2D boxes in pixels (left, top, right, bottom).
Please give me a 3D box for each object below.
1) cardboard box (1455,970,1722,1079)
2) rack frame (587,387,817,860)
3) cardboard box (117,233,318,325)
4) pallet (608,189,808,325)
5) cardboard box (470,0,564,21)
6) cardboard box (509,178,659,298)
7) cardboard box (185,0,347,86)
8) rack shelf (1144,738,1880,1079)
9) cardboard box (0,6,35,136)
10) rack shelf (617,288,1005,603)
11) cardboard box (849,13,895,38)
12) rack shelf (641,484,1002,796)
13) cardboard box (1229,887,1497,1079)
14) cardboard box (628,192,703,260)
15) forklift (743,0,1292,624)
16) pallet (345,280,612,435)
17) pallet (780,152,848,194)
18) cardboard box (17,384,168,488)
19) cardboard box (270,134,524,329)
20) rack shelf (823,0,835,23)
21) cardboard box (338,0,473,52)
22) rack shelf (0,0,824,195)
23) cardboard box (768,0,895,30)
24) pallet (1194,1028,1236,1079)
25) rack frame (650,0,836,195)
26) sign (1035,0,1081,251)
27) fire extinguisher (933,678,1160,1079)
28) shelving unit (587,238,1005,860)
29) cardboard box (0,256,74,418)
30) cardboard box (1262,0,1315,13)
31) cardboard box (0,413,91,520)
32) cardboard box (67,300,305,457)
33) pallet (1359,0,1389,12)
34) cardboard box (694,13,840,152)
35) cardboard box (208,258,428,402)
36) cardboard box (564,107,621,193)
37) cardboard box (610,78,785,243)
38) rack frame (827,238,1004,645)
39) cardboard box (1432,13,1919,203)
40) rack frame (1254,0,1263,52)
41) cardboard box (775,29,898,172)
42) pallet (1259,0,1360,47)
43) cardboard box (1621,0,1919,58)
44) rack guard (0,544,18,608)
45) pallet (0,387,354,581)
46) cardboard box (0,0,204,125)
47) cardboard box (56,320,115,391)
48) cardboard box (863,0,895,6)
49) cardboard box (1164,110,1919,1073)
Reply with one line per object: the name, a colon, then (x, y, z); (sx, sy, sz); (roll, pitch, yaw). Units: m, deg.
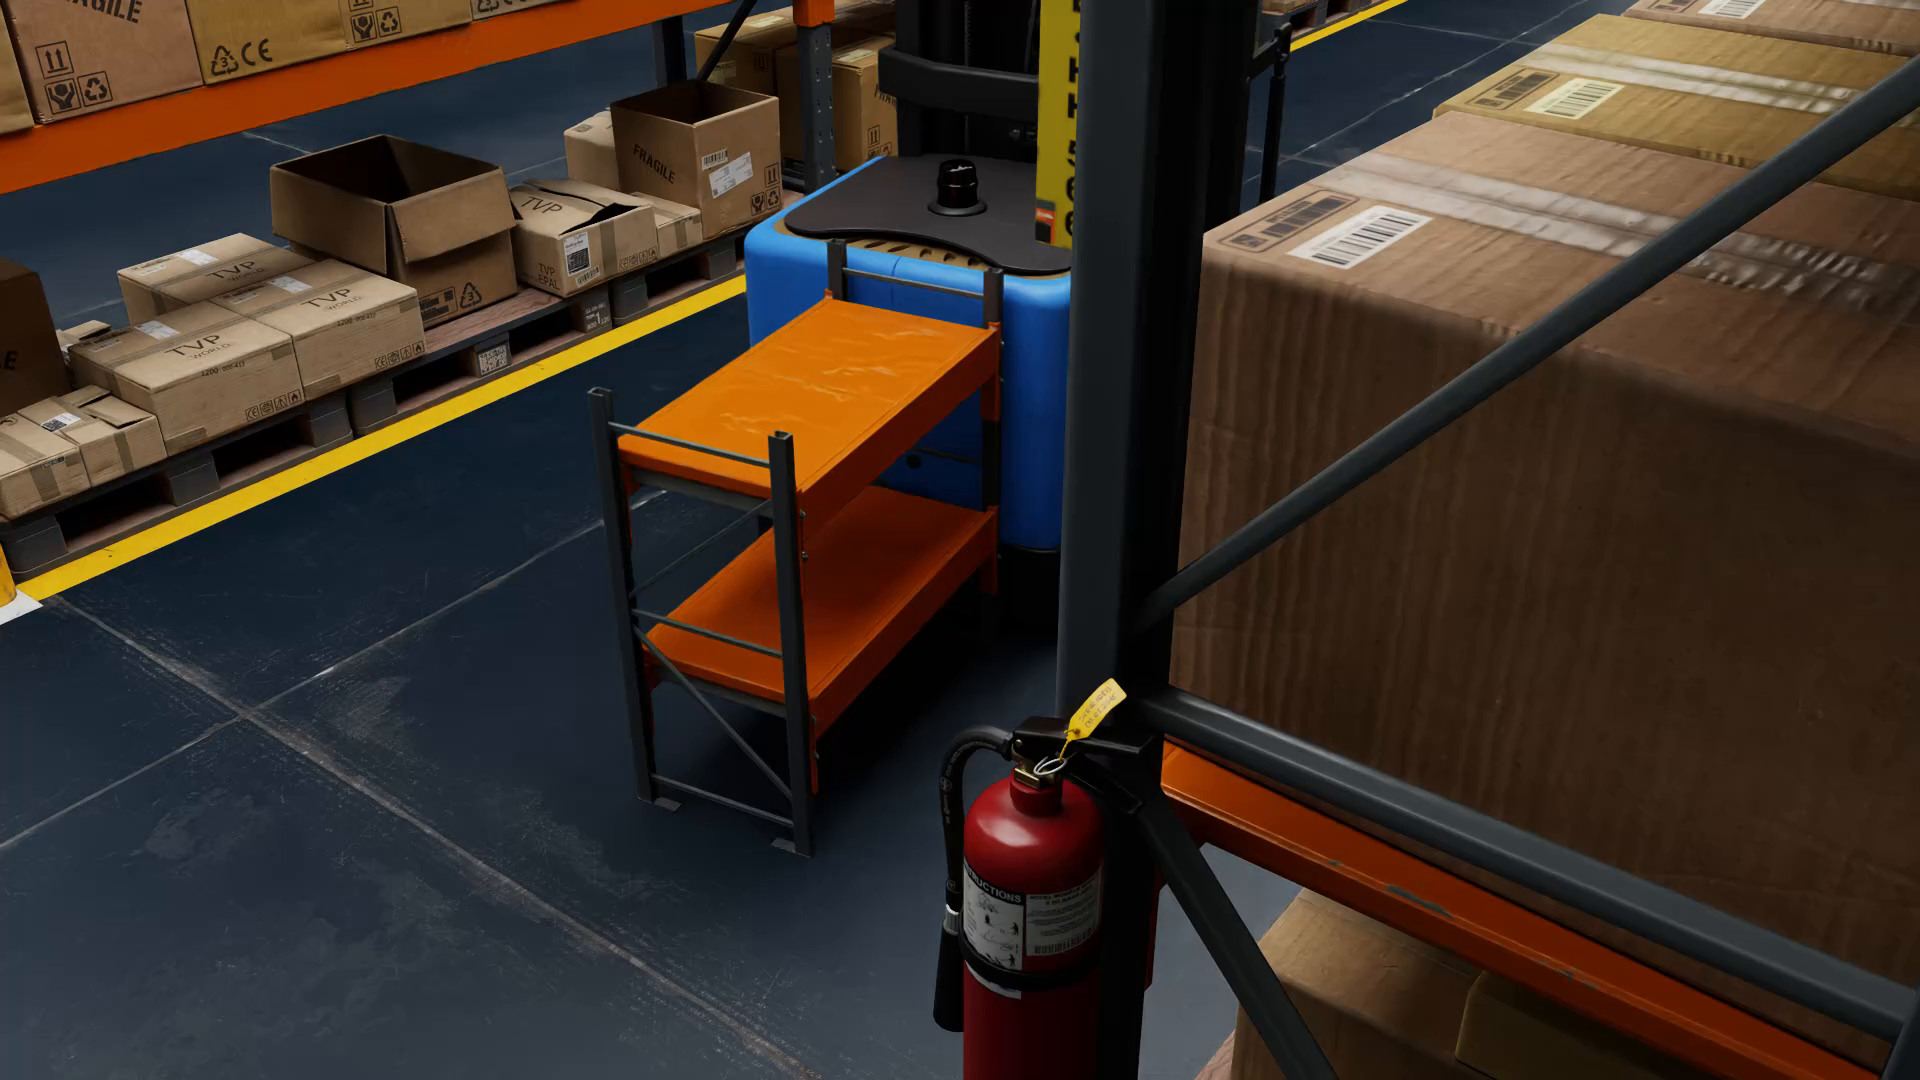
cardboard box: (0.974, 0.735, 2.472); (0.380, 0.149, 0.250); (21, 37, 32)
rack frame: (-0.573, 0.215, 3.783); (0.500, 1.125, 0.032); (14, 34, 23)
cardboard box: (-2.675, -0.881, 6.060); (0.500, 0.250, 0.500); (21, 37, 31)
pallet: (-1.405, -1.348, 7.318); (1.003, 0.211, 1.213); (21, 37, 31)
cardboard box: (-1.706, -2.168, 5.868); (0.500, 0.500, 0.500); (22, 37, 32)
cardboard box: (-1.561, -1.236, 6.598); (0.500, 0.311, 0.500); (21, 37, 31)
cardboard box: (-2.314, -1.758, 5.175); (0.500, 0.500, 0.500); (21, 37, 31)
rack shelf: (1.754, -0.181, 3.319); (1.077, 0.370, 4.000); (21, 37, 31)
cardboard box: (-2.927, -1.343, 4.476); (0.500, 0.500, 0.500); (22, 37, 32)
rack shelf: (-0.347, -0.268, 4.025); (0.538, 0.278, 1.000); (14, 34, 23)
cardboard box: (-0.191, -2.283, 8.180); (0.500, 0.500, 0.500); (22, 37, 32)
rack shelf: (-0.347, 0.194, 4.299); (0.538, 0.278, 1.000); (14, 34, 23)
cardboard box: (0.890, 0.902, 2.827); (0.700, 0.500, 0.500); (21, 37, 31)
cardboard box: (-1.286, -1.300, 6.866); (0.380, 0.149, 0.250); (21, 37, 31)
forklift: (0.490, -1.751, 5.329); (1.130, 2.935, 3.031); (14, 34, 23)
pallet: (-2.141, -0.850, 6.478); (1.003, 0.211, 1.213); (21, 37, 31)
pallet: (-0.529, -1.969, 8.366); (1.003, 0.211, 1.213); (21, 37, 31)
cardboard box: (-2.727, -0.337, 5.225); (0.380, 0.166, 0.250); (21, 37, 31)
cardboard box: (-2.120, -1.177, 6.311); (0.797, 0.503, 0.637); (21, 37, 31)
rack shelf: (0.217, -3.330, 8.633); (1.077, 0.370, 4.000); (21, 37, 31)
cardboard box: (-2.011, -1.960, 5.517); (0.500, 0.500, 0.500); (22, 37, 32)
rack shelf: (-2.197, -1.704, 5.889); (1.077, 0.370, 4.000); (21, 37, 31)
cardboard box: (-0.616, -2.428, 8.425); (0.500, 0.500, 0.500); (21, 37, 31)
pallet: (0.967, 1.173, 3.064); (1.003, 0.211, 1.213); (21, 37, 31)
rack frame: (-0.990, -2.827, 7.078); (1.000, 3.000, 0.127); (21, 37, 31)
sign: (0.123, -0.451, 1.700); (0.100, 0.325, 0.005); (21, 37, 31)
fire extinguisher: (0.088, 0.435, 2.015); (0.296, 0.674, 0.183); (21, 37, 31)
shelving unit: (-0.347, -0.017, 4.175); (0.538, 1.125, 1.048); (14, 34, 23)
cardboard box: (-3.273, -0.612, 5.360); (0.500, 0.500, 0.500); (21, 37, 31)
cardboard box: (1.975, -3.573, 10.622); (0.500, 0.250, 0.500); (21, 37, 31)
cardboard box: (-2.878, -0.228, 5.058); (0.380, 0.149, 0.250); (21, 37, 31)
cardboard box: (-2.548, -0.544, 5.492); (0.500, 0.250, 0.500); (21, 37, 31)
pallet: (2.689, -4.069, 11.909); (1.003, 0.211, 1.213); (21, 37, 31)
cardboard box: (-0.921, -2.229, 8.090); (0.500, 0.500, 0.500); (21, 37, 31)
cardboard box: (-2.247, -0.747, 5.835); (0.500, 0.250, 0.500); (21, 37, 31)
cardboard box: (-1.416, -1.755, 7.475); (0.500, 0.311, 0.500); (21, 37, 31)
cardboard box: (-1.108, -1.622, 7.065); (0.500, 0.500, 0.500); (21, 37, 31)
rack frame: (-0.120, -0.249, 4.566); (0.500, 1.125, 0.032); (14, 34, 23)
cardboard box: (1.277, -0.316, 2.548); (0.980, 0.700, 0.700); (21, 36, 31)
rack frame: (1.424, -4.453, 9.821); (1.000, 3.000, 0.127); (21, 37, 31)
cardboard box: (-0.504, -2.062, 7.808); (0.500, 0.500, 0.500); (19, 36, 29)
pallet: (1.952, -3.576, 11.076); (1.003, 0.211, 1.213); (21, 37, 31)
cardboard box: (1.745, -0.624, 3.066); (0.980, 0.700, 0.700); (19, 36, 29)
rack guard: (-3.359, -0.156, 5.024); (1.175, 0.500, 0.348); (21, 37, 31)
pallet: (-2.878, -0.356, 5.645); (1.003, 0.211, 1.213); (21, 37, 31)
cardboard box: (-2.619, -1.554, 4.833); (0.500, 0.500, 0.500); (21, 36, 31)
cardboard box: (-2.957, -0.605, 5.676); (0.380, 0.166, 0.250); (21, 37, 31)
cardboard box: (-0.313, -2.631, 8.768); (0.500, 0.500, 0.500); (22, 37, 32)
cardboard box: (0.847, -0.017, 2.043); (0.980, 0.700, 0.700); (23, 38, 33)
